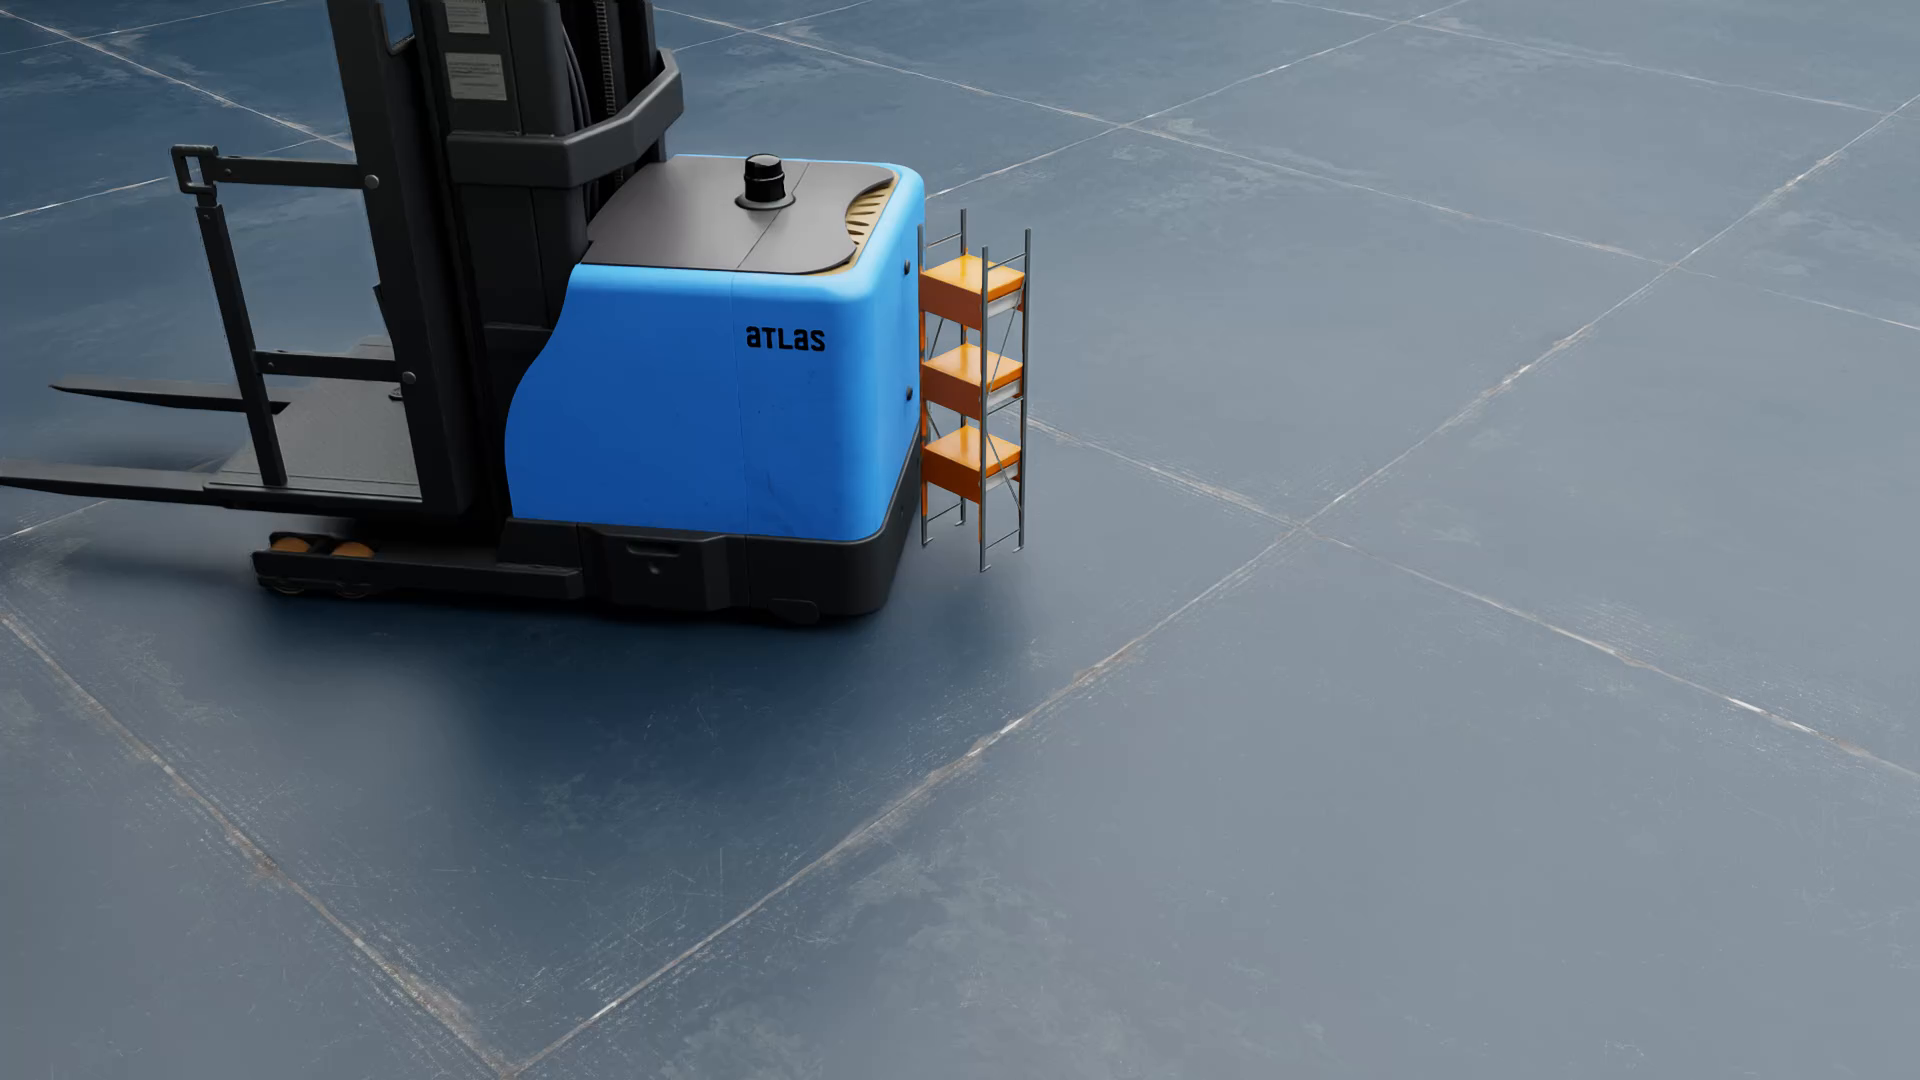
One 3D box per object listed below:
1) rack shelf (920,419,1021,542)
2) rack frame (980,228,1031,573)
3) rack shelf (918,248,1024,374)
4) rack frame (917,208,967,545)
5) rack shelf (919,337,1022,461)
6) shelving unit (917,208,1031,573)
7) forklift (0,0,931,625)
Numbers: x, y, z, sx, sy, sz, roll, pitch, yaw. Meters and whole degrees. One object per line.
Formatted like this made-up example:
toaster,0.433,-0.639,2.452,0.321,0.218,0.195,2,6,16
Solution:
rack shelf,0.040,-0.184,5.097,0.240,0.259,0.215,25,39,35
rack frame,0.130,-0.389,4.878,0.008,1.050,0.200,25,39,35
rack shelf,0.040,-0.665,4.808,0.240,0.259,0.215,25,39,35
rack frame,-0.051,-0.473,5.019,0.008,1.050,0.200,25,39,35
rack shelf,0.040,-0.422,4.954,0.240,0.259,0.215,25,39,35
shelving unit,0.040,-0.431,4.948,0.252,1.050,0.215,25,39,35
forklift,-1.655,-1.345,4.643,3.031,2.935,1.130,4,31,7
